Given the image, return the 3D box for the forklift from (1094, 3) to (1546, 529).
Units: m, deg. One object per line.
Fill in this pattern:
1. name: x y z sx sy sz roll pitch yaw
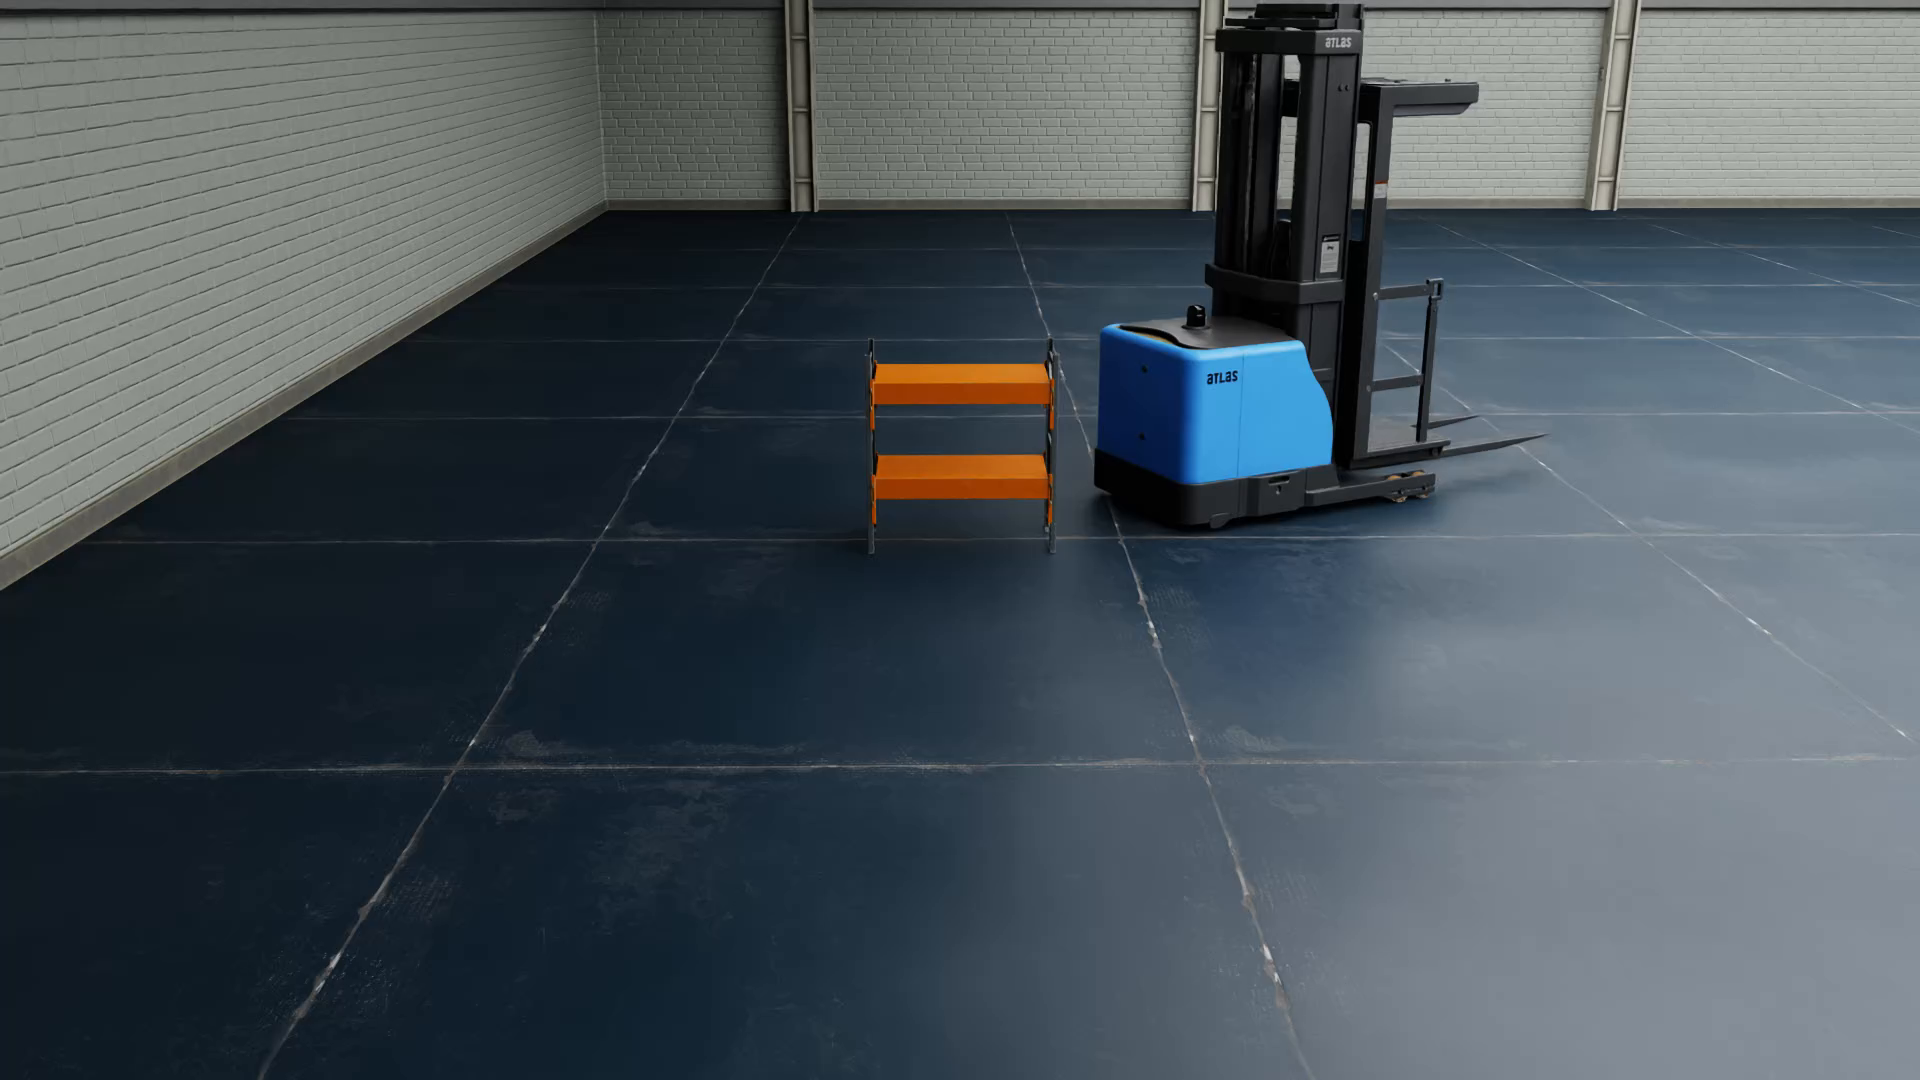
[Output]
1. forklift: 2.384 -1.759 10.233 3.031 2.935 1.130 -9 20 -26

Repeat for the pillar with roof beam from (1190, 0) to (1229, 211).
1. pillar with roof beam: 3.740 -7.939 19.563 0.400 9.000 9.100 0 18 -1

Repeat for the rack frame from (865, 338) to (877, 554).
1. rack frame: -0.502 -0.533 9.368 0.032 1.125 0.500 0 18 -1

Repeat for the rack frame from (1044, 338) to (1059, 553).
1. rack frame: 0.515 -0.538 9.384 0.032 1.125 0.500 0 18 -1

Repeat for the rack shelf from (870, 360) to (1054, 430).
1. rack shelf: 0.007 -0.814 9.286 1.000 0.278 0.538 0 18 -1

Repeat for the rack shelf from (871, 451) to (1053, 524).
1. rack shelf: 0.007 -0.303 9.451 1.000 0.278 0.538 0 18 -1

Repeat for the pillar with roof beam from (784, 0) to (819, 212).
1. pillar with roof beam: -2.259 -7.910 19.473 0.400 9.000 9.100 0 18 -1

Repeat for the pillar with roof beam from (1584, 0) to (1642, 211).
1. pillar with roof beam: 9.739 -7.968 19.654 0.400 9.000 9.100 0 18 -1

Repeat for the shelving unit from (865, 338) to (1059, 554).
1. shelving unit: 0.007 -0.536 9.376 1.048 1.125 0.538 0 18 -1
